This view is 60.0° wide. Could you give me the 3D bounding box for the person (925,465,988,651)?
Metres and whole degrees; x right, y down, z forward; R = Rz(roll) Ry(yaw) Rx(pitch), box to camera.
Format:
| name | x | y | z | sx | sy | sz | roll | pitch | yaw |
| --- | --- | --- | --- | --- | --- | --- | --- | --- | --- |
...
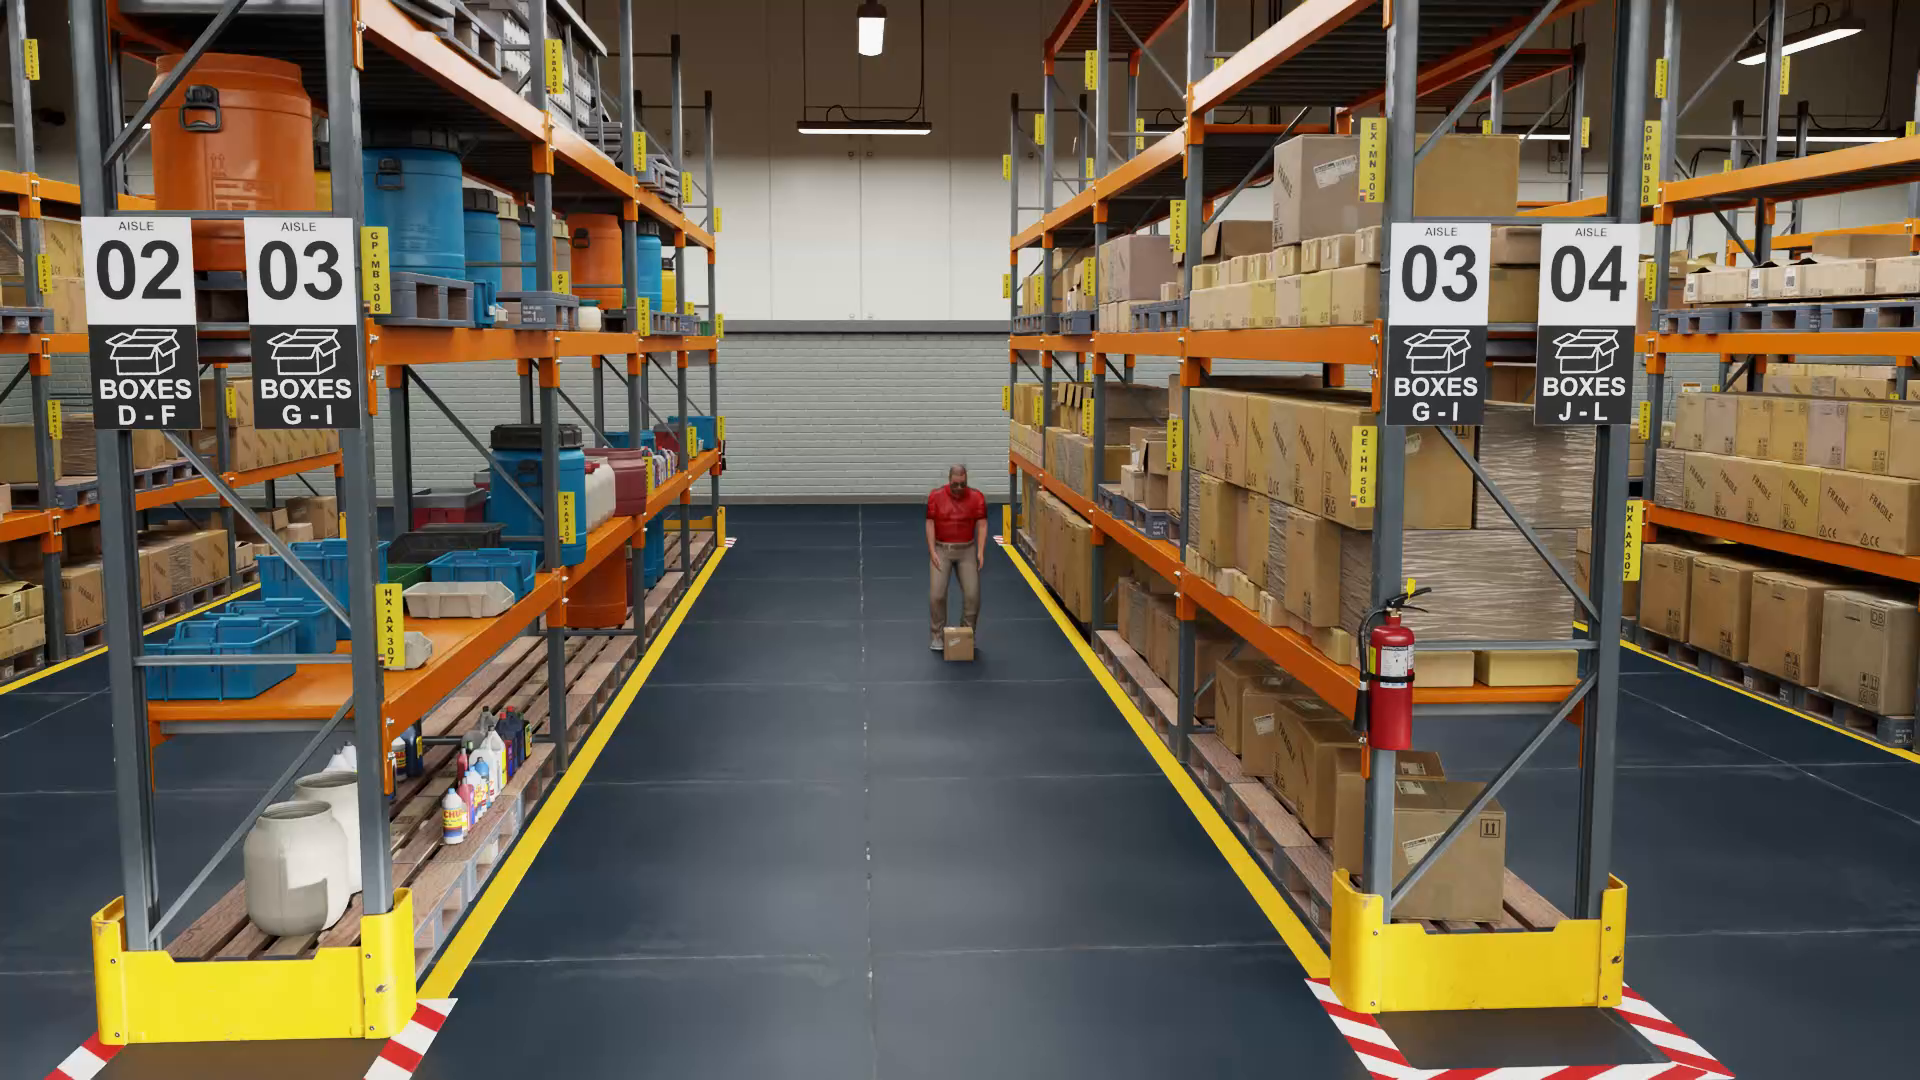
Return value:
| name | x | y | z | sx | sy | sz | roll | pitch | yaw |
| --- | --- | --- | --- | --- | --- | --- | --- | --- | --- |
| person | -0.028 | 0.149 | 14.884 | 0.560 | 1.666 | 0.447 | 0 | 7 | -2 |
